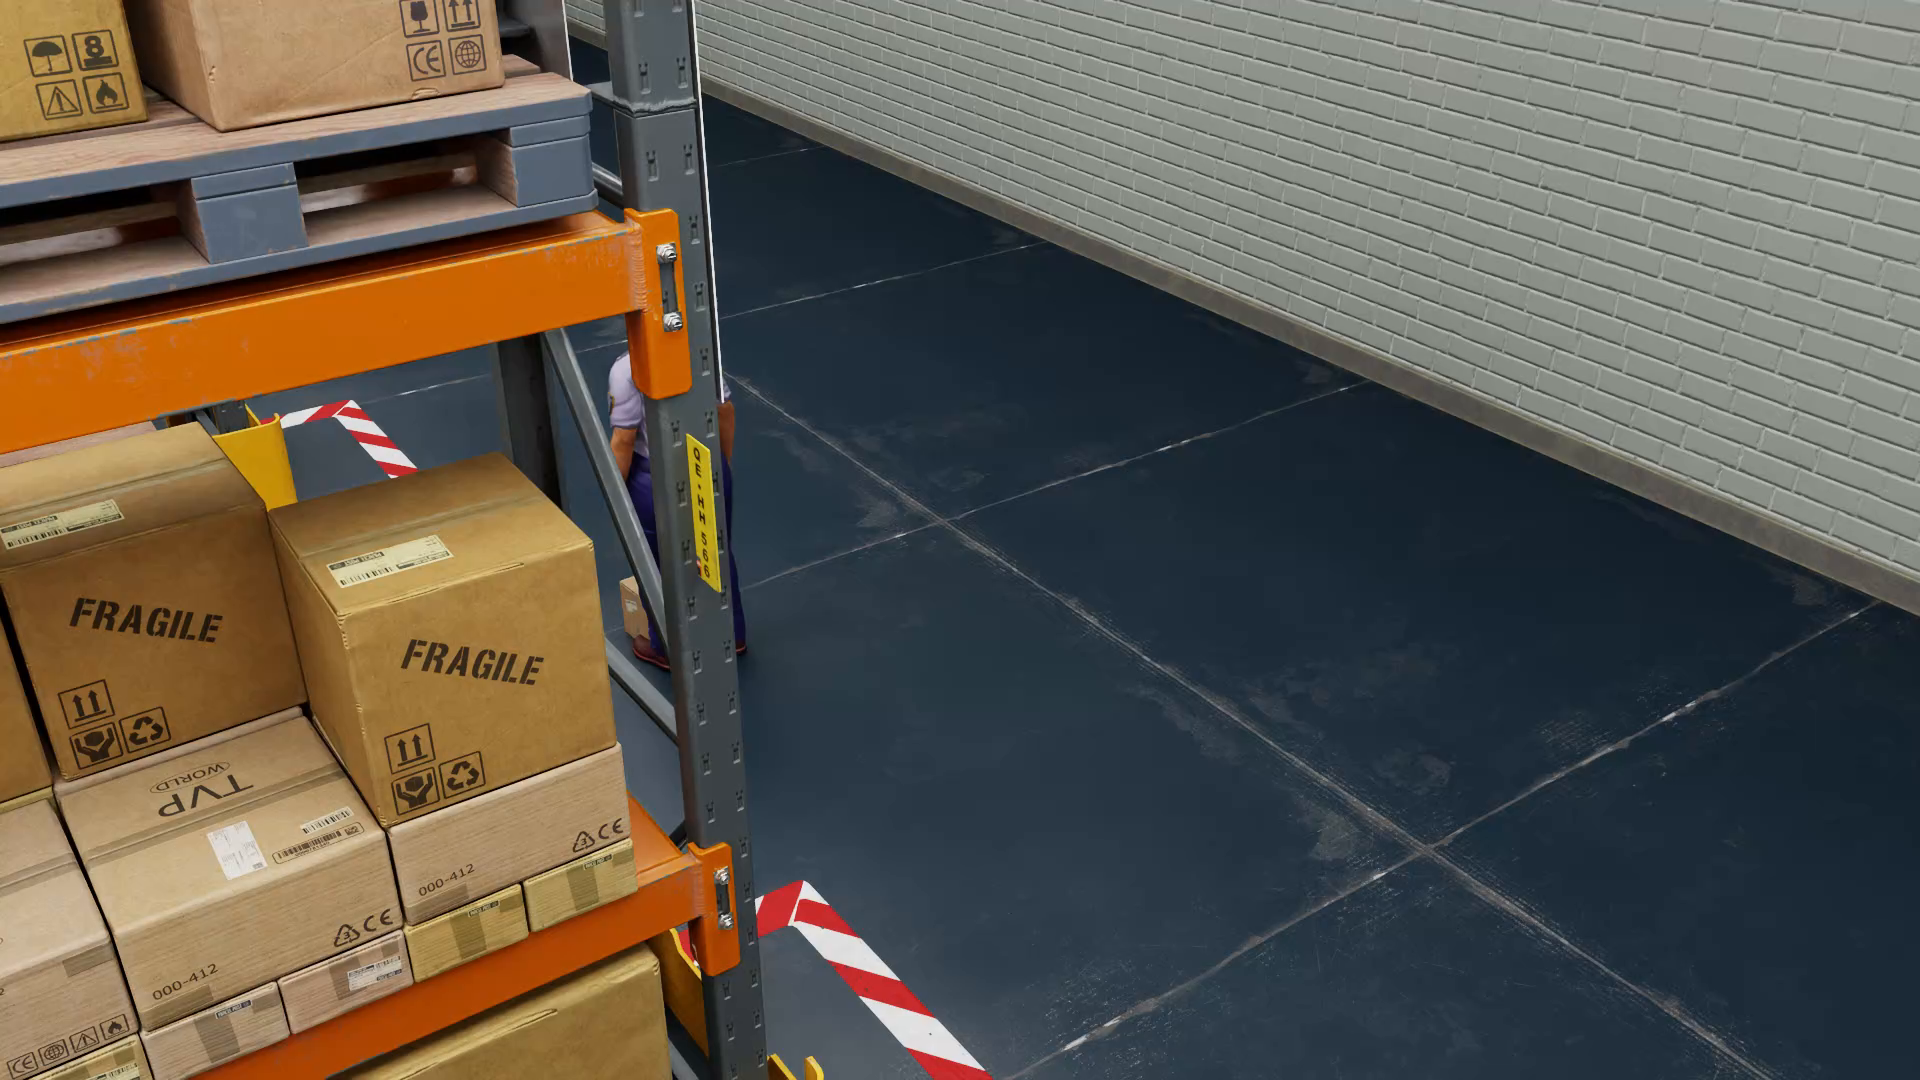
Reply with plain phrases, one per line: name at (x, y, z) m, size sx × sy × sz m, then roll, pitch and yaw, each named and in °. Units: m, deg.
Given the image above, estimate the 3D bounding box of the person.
person at (-1.139, -0.249, 6.585) m, size 0.538 × 1.652 × 0.380 m, roll -19°, pitch 34°, yaw -30°
